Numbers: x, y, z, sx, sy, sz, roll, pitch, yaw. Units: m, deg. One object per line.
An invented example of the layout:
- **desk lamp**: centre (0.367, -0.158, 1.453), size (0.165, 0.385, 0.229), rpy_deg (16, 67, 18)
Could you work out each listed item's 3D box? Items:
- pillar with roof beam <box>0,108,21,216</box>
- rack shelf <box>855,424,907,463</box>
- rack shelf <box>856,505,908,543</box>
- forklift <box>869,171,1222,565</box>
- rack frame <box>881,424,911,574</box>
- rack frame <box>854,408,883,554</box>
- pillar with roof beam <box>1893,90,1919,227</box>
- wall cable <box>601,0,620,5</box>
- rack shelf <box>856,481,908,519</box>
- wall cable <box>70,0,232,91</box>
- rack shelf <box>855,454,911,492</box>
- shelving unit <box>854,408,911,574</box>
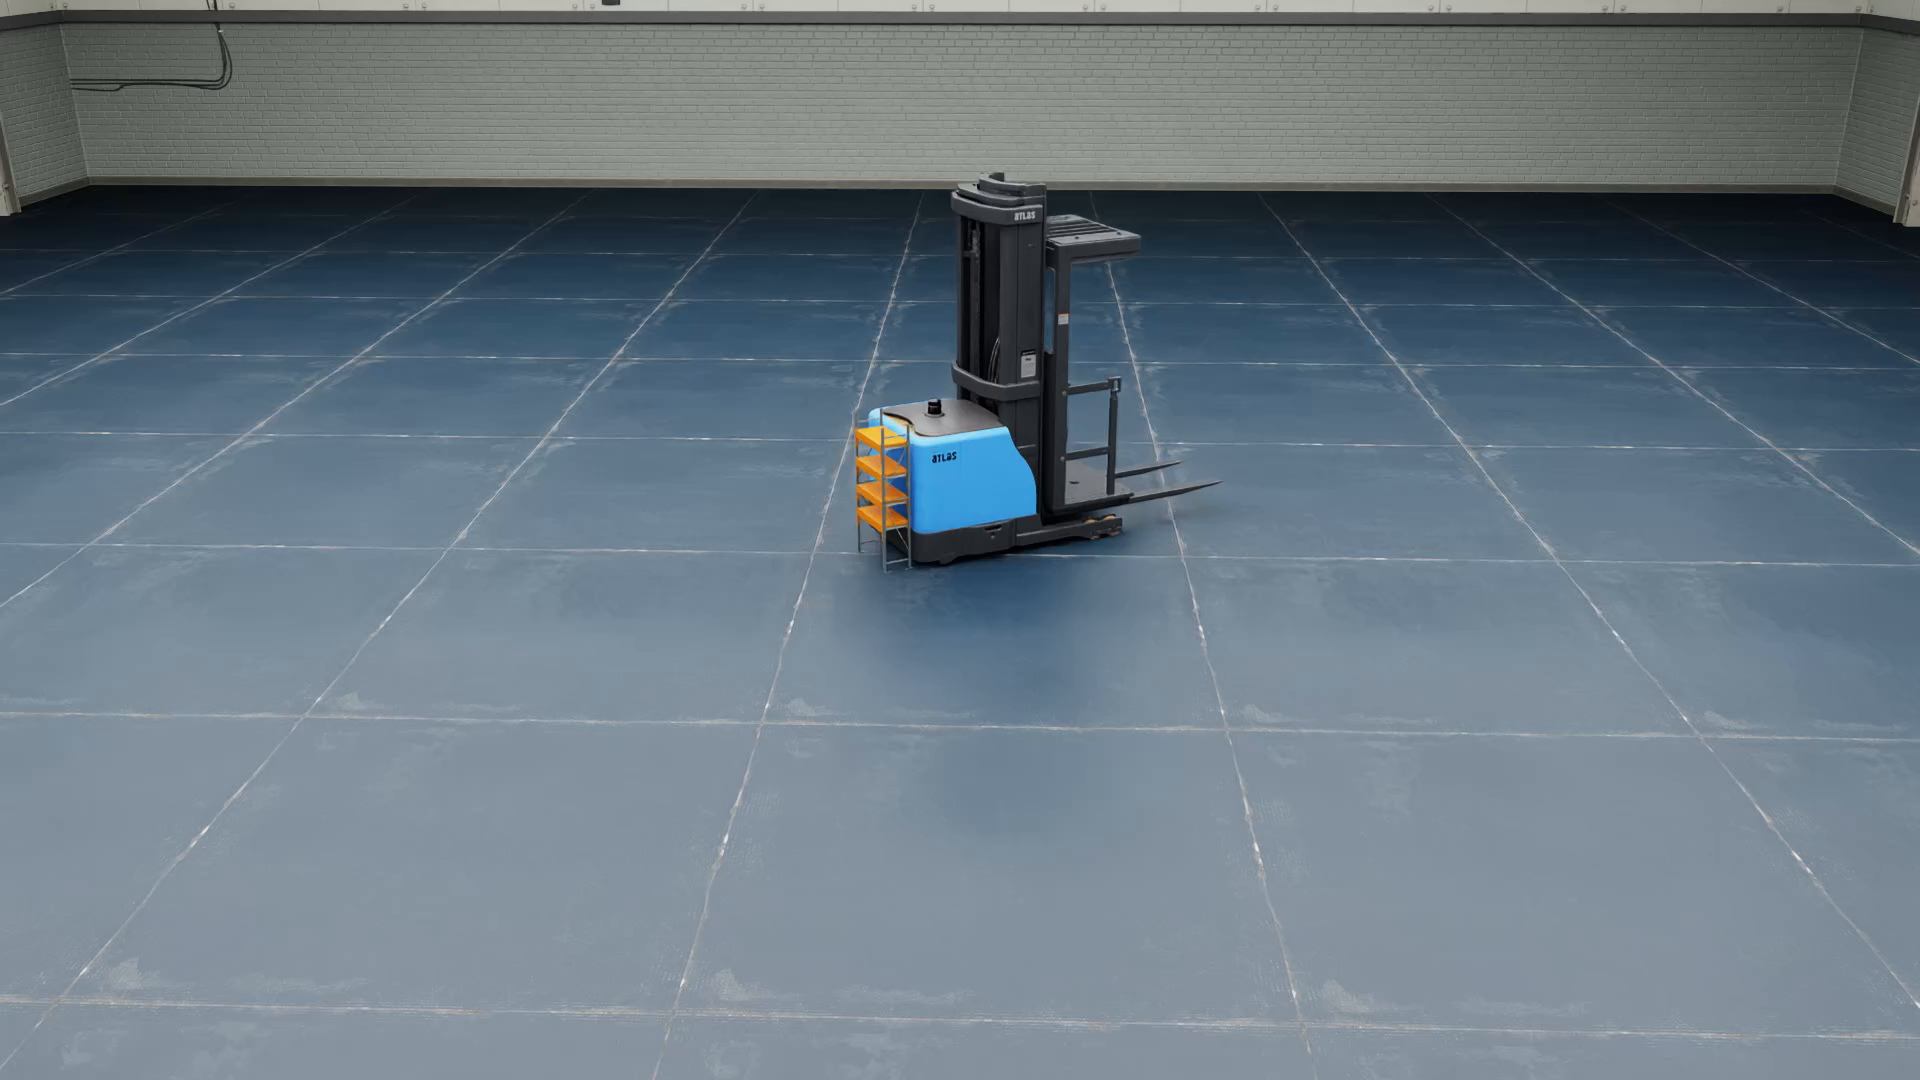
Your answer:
- **pillar with roof beam**: centre (-11.741, -9.637, 26.219), size (9.100, 9.000, 0.400), rpy_deg (1, 21, 2)
- **rack shelf**: centre (-0.610, -0.759, 13.032), size (0.258, 0.148, 0.480), rpy_deg (-11, 24, -26)
- **rack shelf**: centre (-0.610, -0.144, 13.271), size (0.258, 0.148, 0.480), rpy_deg (-11, 24, -26)
- **forklift**: centre (0.789, -1.528, 13.708), size (3.031, 2.935, 1.130), rpy_deg (-11, 24, -25)
- **rack frame**: centre (-0.496, -0.314, 12.973), size (0.240, 1.200, 0.015), rpy_deg (-11, 24, -26)
- **rack frame**: centre (-0.723, -0.470, 13.376), size (0.240, 1.200, 0.015), rpy_deg (-11, 24, -26)
- **pillar with roof beam**: centre (11.138, -9.385, 25.570), size (9.100, 9.000, 0.400), rpy_deg (1, 21, 2)
- **wall cable**: centre (-5.145, -12.210, 28.150), size (2.305, 6.003, 0.169), rpy_deg (1, 21, 2)
- **rack shelf**: centre (-0.610, -0.329, 13.199), size (0.258, 0.148, 0.480), rpy_deg (-11, 24, -26)
- **wall cable**: centre (-14.633, -9.287, 29.611), size (3.097, 2.526, 0.112), rpy_deg (1, 21, 2)
- **rack shelf**: centre (-0.610, -0.538, 13.118), size (0.258, 0.148, 0.480), rpy_deg (-11, 24, -26)
- **shelving unit**: centre (-0.610, -0.392, 13.174), size (0.258, 1.200, 0.503), rpy_deg (-11, 24, -26)
